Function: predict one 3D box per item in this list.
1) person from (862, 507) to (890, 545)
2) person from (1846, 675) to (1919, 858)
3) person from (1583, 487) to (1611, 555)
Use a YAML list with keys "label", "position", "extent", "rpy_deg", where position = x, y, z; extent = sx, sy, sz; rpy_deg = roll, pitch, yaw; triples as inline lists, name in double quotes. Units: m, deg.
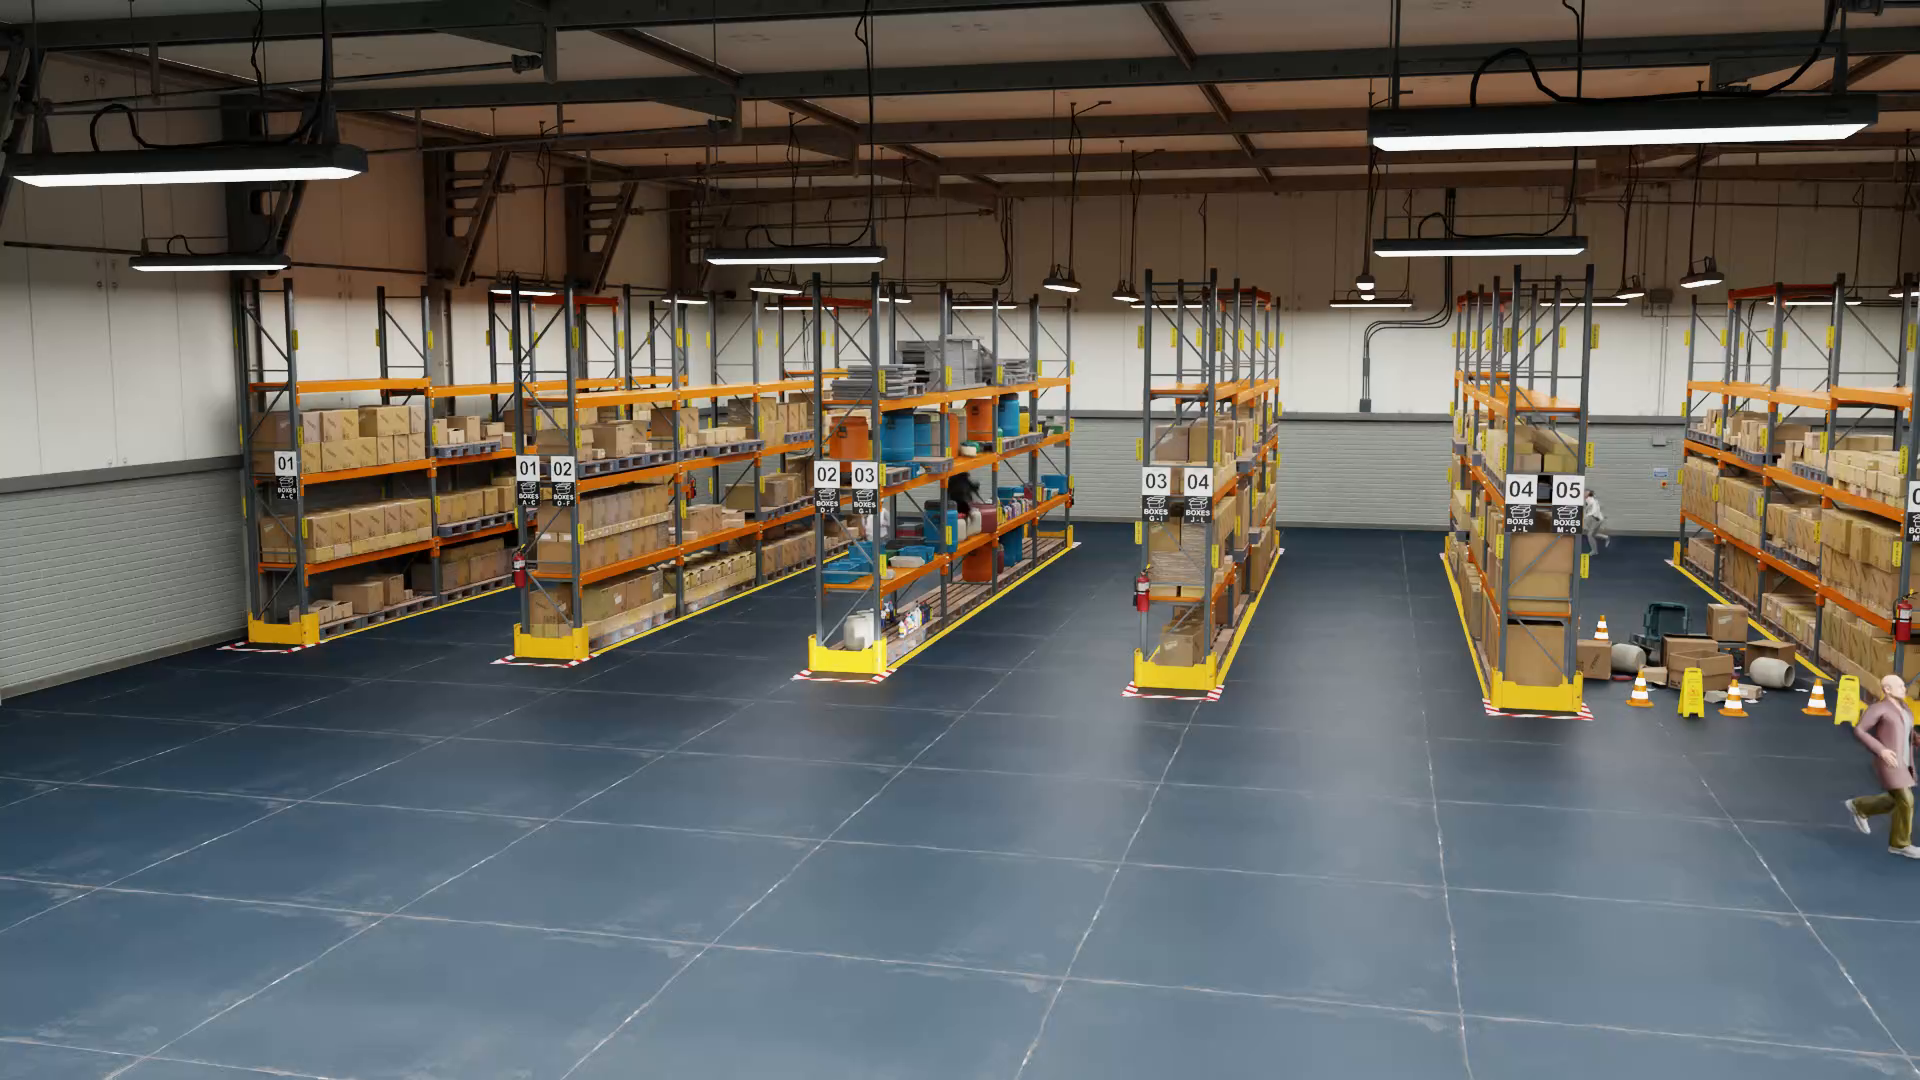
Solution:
- label: "person"
  position: [-1.756, -0.102, 34.892]
  extent: [0.625, 1.744, 0.830]
  rpy_deg: [0, 7, -1]
- label: "person"
  position: [9.115, 2.188, 16.327]
  extent: [0.719, 1.743, 0.884]
  rpy_deg: [-4, 8, -31]
- label: "person"
  position: [14.853, -0.425, 38.813]
  extent: [0.700, 1.626, 0.610]
  rpy_deg: [1, 7, 8]
